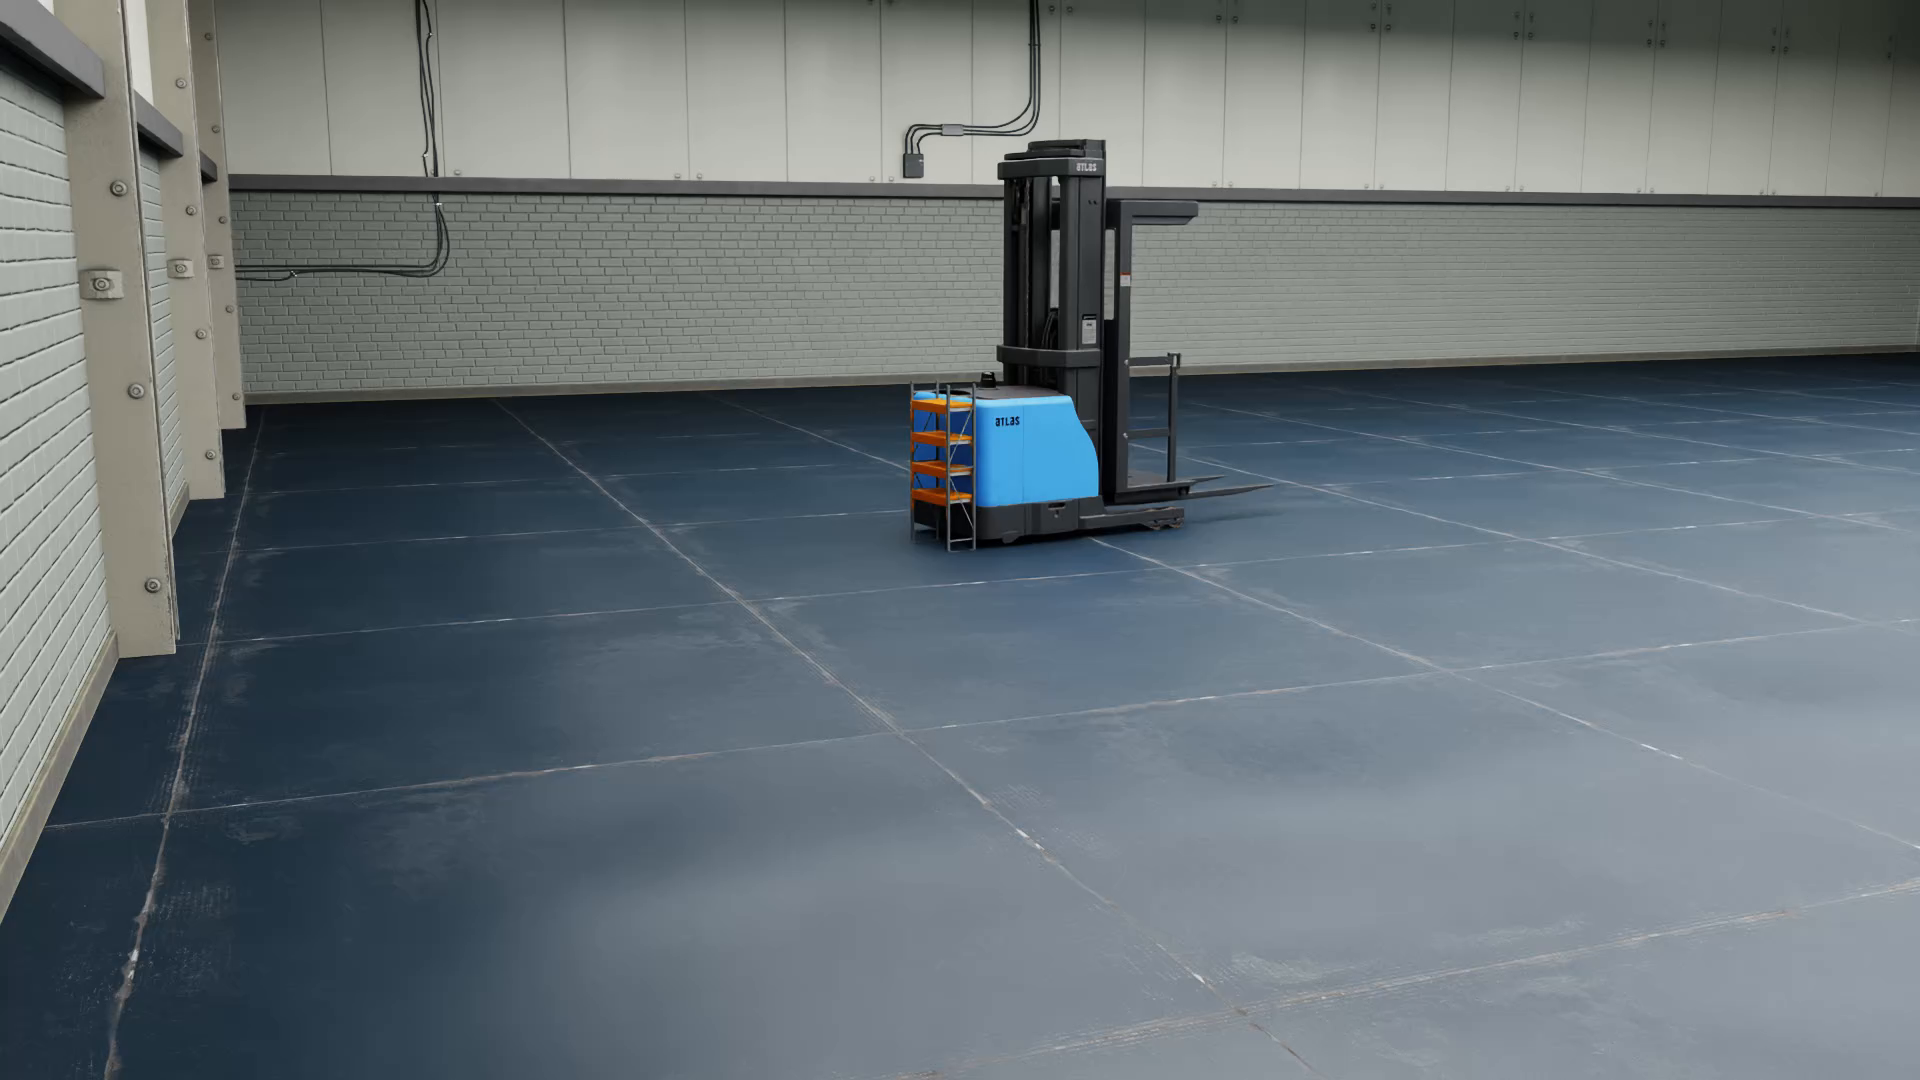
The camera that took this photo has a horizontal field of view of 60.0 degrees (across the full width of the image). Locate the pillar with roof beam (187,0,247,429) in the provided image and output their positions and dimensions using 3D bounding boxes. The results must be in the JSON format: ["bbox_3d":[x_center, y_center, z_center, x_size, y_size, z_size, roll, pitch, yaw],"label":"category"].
[{"bbox_3d":[-4.788,-6.072,20.860,9.100,9.000,0.400,-4,11,-21],"label":"pillar with roof beam"}]

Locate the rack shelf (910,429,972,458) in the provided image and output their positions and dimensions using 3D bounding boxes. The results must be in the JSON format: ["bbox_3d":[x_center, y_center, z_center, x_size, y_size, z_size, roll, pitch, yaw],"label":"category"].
[{"bbox_3d":[-0.125,-0.699,12.031,0.258,0.148,0.480,-7,12,-33],"label":"rack shelf"}]

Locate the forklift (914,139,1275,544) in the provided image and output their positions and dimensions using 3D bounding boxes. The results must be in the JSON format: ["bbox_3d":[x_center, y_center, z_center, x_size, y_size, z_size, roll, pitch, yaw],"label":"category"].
[{"bbox_3d":[1.150,-1.587,12.975,3.031,2.935,1.130,-6,12,-32],"label":"forklift"}]

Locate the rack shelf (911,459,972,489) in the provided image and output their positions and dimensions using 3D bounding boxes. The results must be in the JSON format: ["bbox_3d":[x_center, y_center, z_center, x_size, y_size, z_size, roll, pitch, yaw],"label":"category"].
[{"bbox_3d":[-0.125,-0.479,12.070,0.258,0.148,0.480,-7,12,-33],"label":"rack shelf"}]

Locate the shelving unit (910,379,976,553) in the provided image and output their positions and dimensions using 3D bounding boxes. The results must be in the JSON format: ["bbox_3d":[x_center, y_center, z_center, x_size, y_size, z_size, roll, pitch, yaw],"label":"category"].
[{"bbox_3d":[-0.125,-0.545,12.058,0.258,1.200,0.503,-7,12,-33],"label":"shelving unit"}]

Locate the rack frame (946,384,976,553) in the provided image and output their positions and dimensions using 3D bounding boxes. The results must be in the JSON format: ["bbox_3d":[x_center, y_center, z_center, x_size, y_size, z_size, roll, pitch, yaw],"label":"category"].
[{"bbox_3d":[0.008,-0.509,11.857,0.240,1.200,0.015,-7,12,-33],"label":"rack frame"}]

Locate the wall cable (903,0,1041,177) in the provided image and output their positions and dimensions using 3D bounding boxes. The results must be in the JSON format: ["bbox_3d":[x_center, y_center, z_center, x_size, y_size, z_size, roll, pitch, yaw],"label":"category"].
[{"bbox_3d":[0.218,-8.638,25.574,2.305,6.003,0.169,-4,11,-21],"label":"wall cable"}]

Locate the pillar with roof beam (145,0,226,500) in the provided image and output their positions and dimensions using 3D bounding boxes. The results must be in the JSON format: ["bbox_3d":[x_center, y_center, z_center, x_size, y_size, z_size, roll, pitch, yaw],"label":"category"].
[{"bbox_3d":[-2.614,-5.092,15.354,9.100,9.000,0.400,-4,11,-21],"label":"pillar with roof beam"}]

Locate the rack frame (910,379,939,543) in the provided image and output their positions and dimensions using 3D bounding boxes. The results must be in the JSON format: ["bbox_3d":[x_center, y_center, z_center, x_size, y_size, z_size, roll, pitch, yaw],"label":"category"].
[{"bbox_3d":[-0.259,-0.581,12.260,0.240,1.200,0.015,-7,12,-33],"label":"rack frame"}]

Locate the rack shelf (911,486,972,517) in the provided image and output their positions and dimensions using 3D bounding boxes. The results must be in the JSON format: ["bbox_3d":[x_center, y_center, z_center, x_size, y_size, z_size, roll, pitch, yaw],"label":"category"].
[{"bbox_3d":[-0.125,-0.283,12.105,0.258,0.148,0.480,-7,12,-33],"label":"rack shelf"}]

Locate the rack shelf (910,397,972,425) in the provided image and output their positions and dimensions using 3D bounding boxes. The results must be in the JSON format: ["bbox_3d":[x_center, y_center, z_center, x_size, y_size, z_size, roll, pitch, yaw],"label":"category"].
[{"bbox_3d":[-0.125,-0.932,11.990,0.258,0.148,0.480,-7,12,-33],"label":"rack shelf"}]

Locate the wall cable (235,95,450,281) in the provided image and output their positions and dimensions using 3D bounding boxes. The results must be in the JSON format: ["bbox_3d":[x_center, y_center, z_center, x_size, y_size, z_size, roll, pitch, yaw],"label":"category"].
[{"bbox_3d":[-8.636,-4.835,22.771,3.097,2.526,0.112,-4,11,-21],"label":"wall cable"}]

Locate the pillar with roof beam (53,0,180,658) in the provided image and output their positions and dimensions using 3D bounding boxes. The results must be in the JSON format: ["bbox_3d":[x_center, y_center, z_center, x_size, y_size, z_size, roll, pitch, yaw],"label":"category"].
[{"bbox_3d":[-0.440,-4.113,9.848,9.100,9.000,0.400,-4,11,-21],"label":"pillar with roof beam"}]

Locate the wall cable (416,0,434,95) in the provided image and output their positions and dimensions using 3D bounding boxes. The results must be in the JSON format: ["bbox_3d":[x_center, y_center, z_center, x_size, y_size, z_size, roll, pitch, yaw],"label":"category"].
[{"bbox_3d":[-6.114,-7.493,23.294,3.097,2.526,0.112,-4,11,-21],"label":"wall cable"}]
